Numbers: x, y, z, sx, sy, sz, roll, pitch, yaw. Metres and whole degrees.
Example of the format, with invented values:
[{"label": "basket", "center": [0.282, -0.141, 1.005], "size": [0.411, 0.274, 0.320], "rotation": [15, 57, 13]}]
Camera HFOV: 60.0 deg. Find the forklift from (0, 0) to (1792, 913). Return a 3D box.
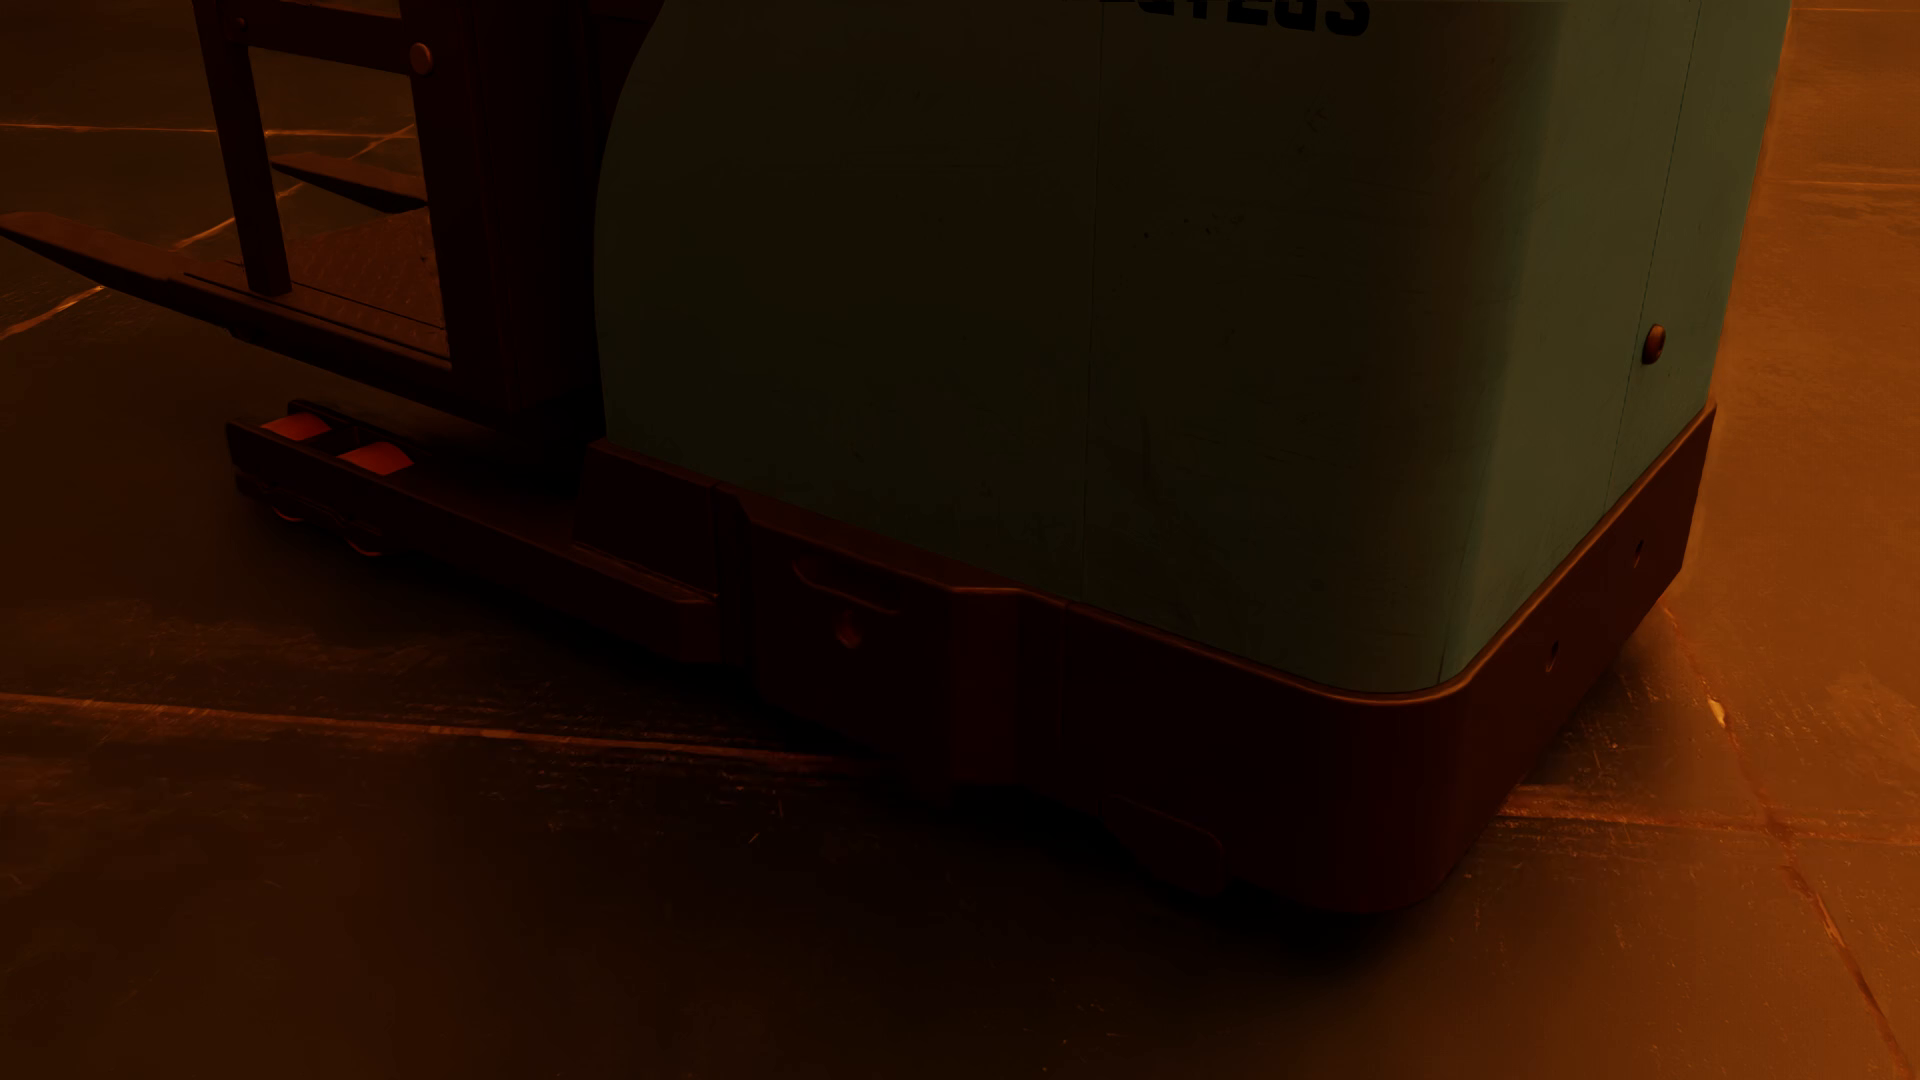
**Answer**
[{"label": "forklift", "center": [-0.493, -1.457, 2.136], "size": [3.031, 2.935, 1.130], "rotation": [18, 32, 32]}]
